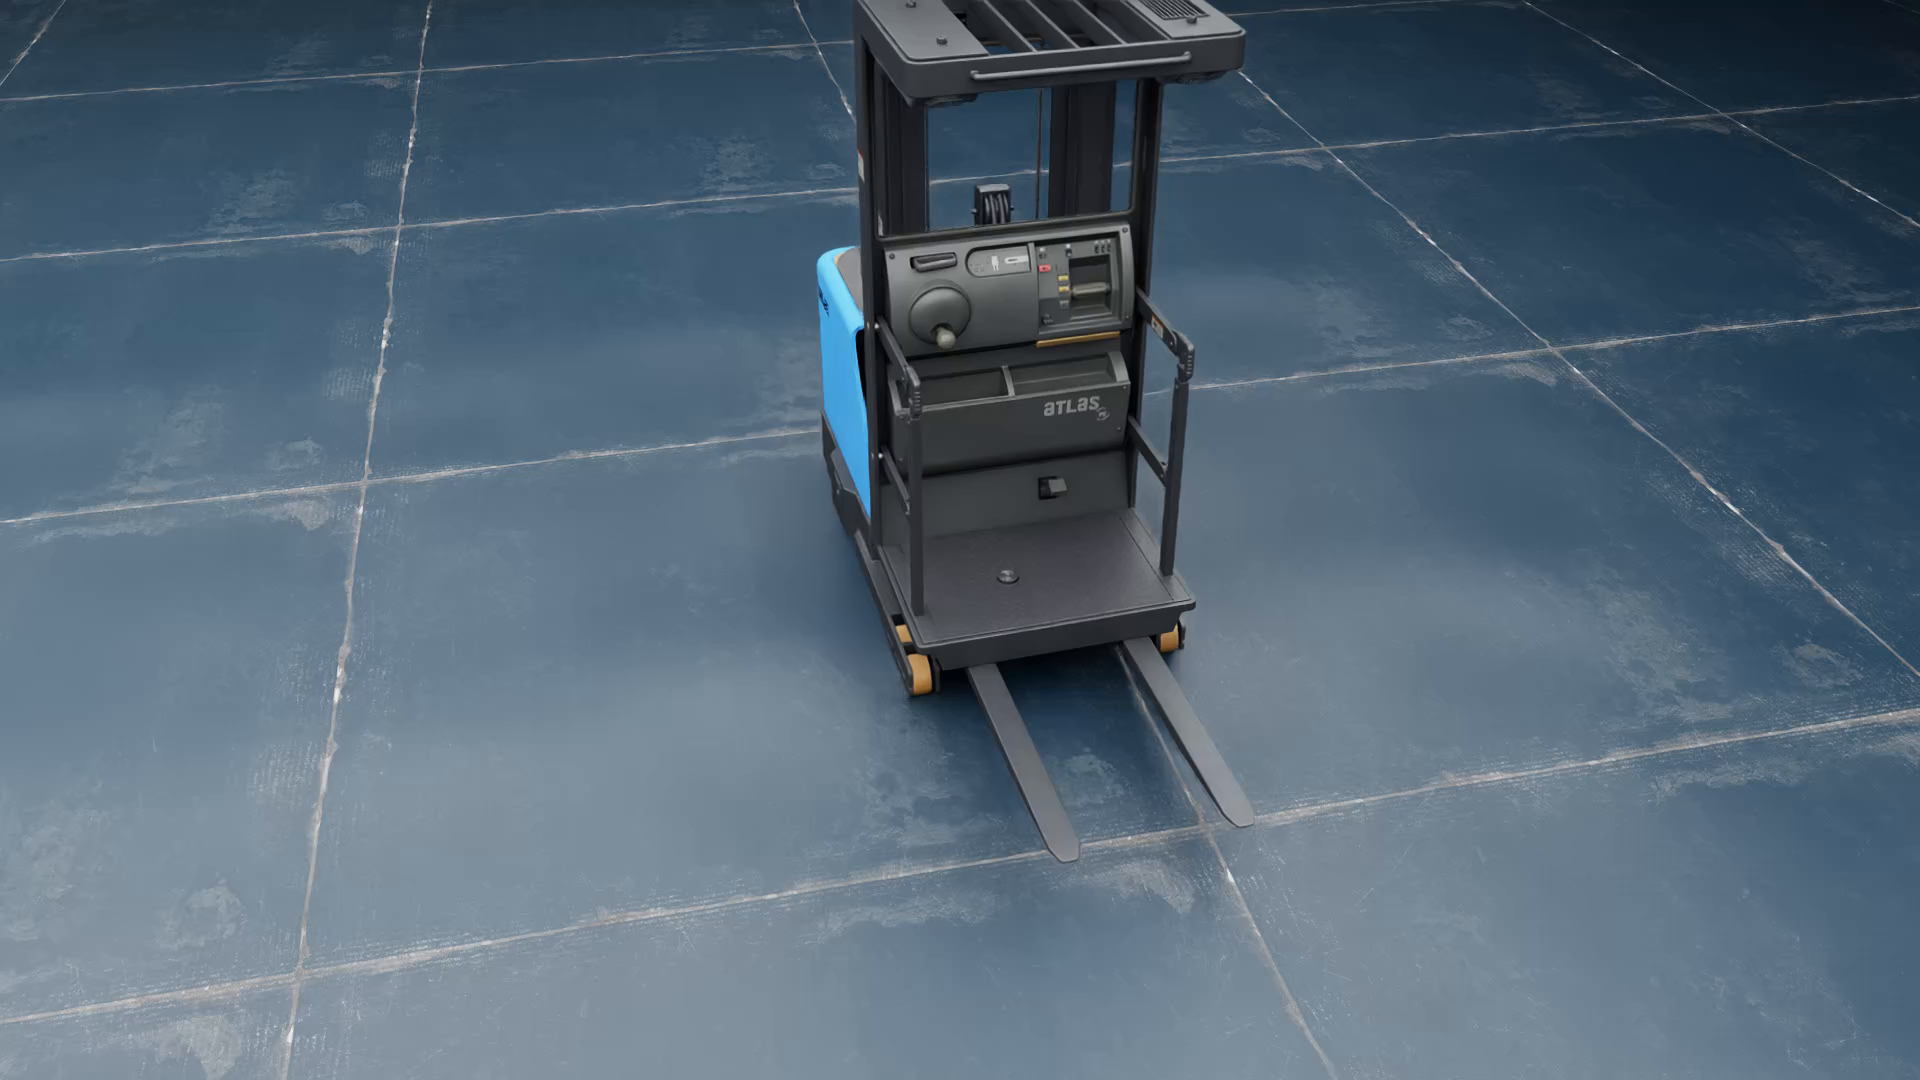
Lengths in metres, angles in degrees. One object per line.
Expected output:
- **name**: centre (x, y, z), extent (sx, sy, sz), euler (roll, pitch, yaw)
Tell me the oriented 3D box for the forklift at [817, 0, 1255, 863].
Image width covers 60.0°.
- **forklift**: centre (0.247, -0.864, 5.907), extent (1.130, 2.935, 3.031), euler (-9, 35, -13)
